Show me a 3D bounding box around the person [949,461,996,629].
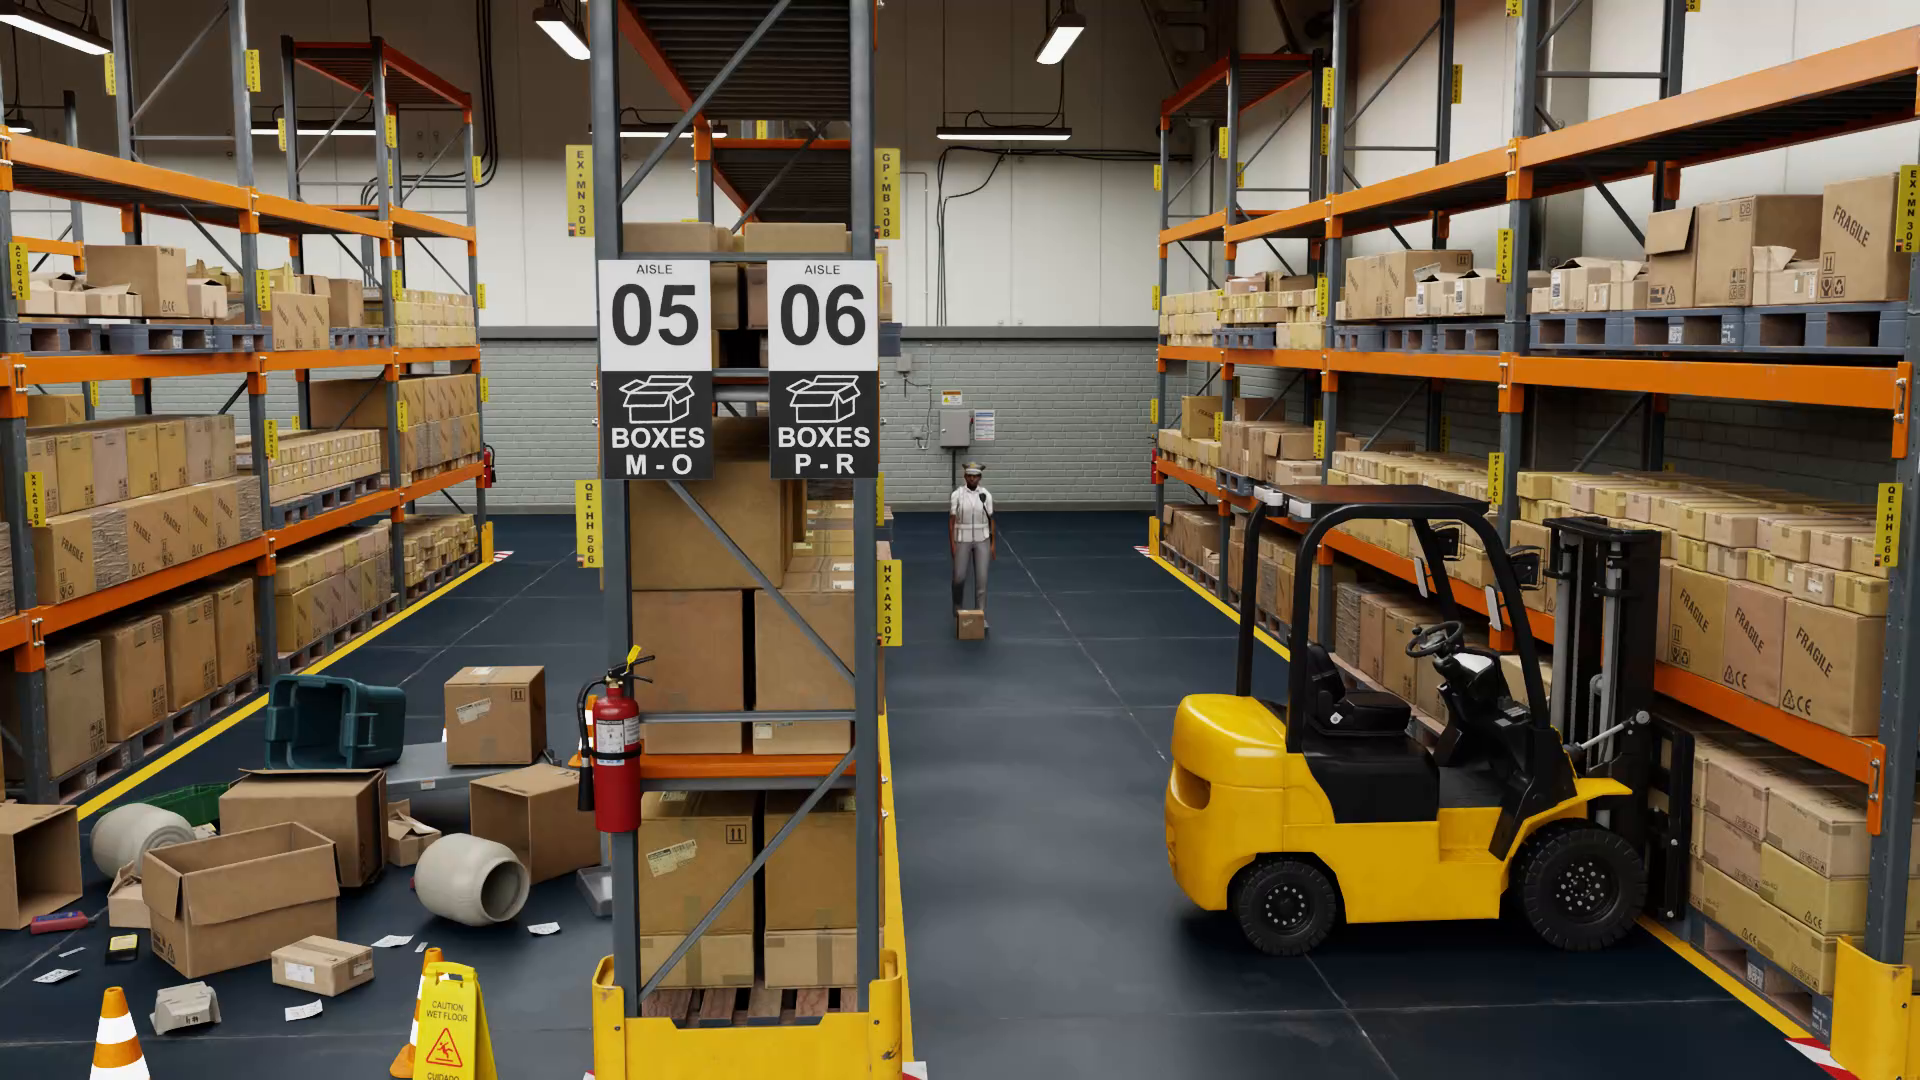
[{"bbox_3d":[0.127,0.036,16.755,0.471,1.660,0.675,-1,7,-7],"label":"person"}]
